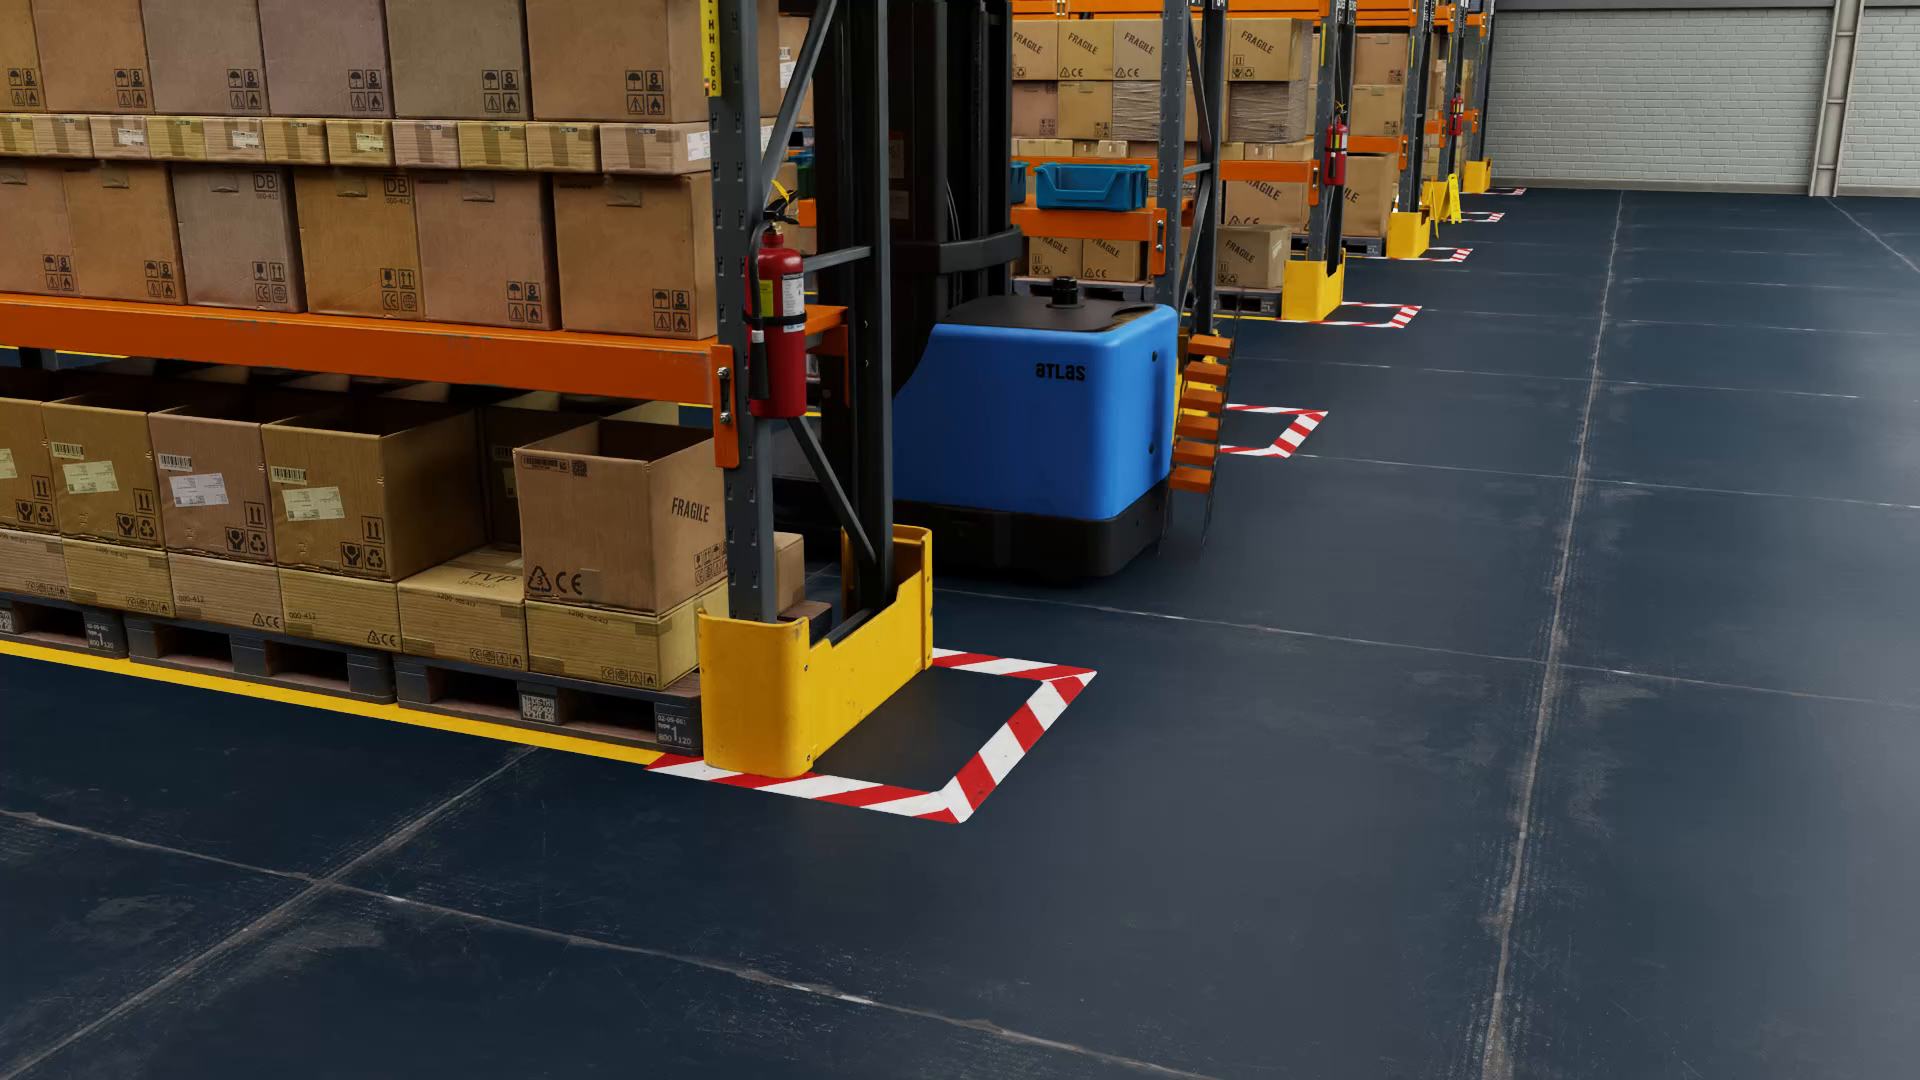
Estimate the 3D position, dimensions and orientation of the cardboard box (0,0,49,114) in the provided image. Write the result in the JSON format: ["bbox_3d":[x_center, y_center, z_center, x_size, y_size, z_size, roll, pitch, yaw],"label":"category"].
[{"bbox_3d":[-3.314,-1.854,6.173,0.500,0.500,0.700,6,17,20],"label":"cardboard box"}]

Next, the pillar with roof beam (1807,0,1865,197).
[{"bbox_3d":[12.299,-8.751,21.678,0.400,9.000,9.100,6,17,21],"label":"pillar with roof beam"}]

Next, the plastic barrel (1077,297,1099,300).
[{"bbox_3d":[0.703,-1.207,10.162,0.421,0.512,0.421,0,16,0],"label":"plastic barrel"}]

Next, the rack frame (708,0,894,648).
[{"bbox_3d":[-0.478,-0.869,5.286,0.127,3.000,1.000,6,17,21],"label":"rack frame"}]

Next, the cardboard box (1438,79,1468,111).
[{"bbox_3d":[8.060,-7.326,27.348,0.500,0.500,0.500,6,17,19],"label":"cardboard box"}]

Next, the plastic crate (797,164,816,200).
[{"bbox_3d":[-1.219,-2.248,10.418,0.662,0.188,0.450,6,17,21],"label":"plastic crate"}]

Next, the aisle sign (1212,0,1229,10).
[{"bbox_3d":[1.517,-3.470,9.584,0.004,0.787,0.394,6,17,21],"label":"aisle sign"}]

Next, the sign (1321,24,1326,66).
[{"bbox_3d":[2.938,-4.004,13.440,0.005,0.325,0.100,6,17,21],"label":"sign"}]

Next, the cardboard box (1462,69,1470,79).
[{"bbox_3d":[8.189,-7.618,27.191,0.250,0.149,0.380,7,17,21],"label":"cardboard box"}]

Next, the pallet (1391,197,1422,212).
[{"bbox_3d":[5.983,-4.769,23.721,1.213,0.211,1.003,6,17,21],"label":"pallet"}]

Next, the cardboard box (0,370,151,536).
[{"bbox_3d":[-3.415,-0.342,6.303,0.500,0.500,0.500,6,17,21],"label":"cardboard box"}]

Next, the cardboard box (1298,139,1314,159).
[{"bbox_3d":[2.982,-3.408,14.483,0.250,0.149,0.380,6,17,21],"label":"cardboard box"}]

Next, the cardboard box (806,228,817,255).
[{"bbox_3d":[-1.124,-2.926,16.067,0.500,0.500,0.700,5,17,16],"label":"cardboard box"}]

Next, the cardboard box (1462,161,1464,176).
[{"bbox_3d":[8.229,-6.278,28.096,0.500,0.250,0.500,6,17,21],"label":"cardboard box"}]

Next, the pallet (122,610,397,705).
[{"bbox_3d":[-2.336,0.278,6.338,1.213,0.211,1.003,6,17,21],"label":"pallet"}]

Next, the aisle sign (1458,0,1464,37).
[{"bbox_3d":[6.747,-7.175,22.345,0.004,0.787,0.394,6,17,21],"label":"aisle sign"}]

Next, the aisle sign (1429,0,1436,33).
[{"bbox_3d":[5.250,-6.033,18.411,0.004,0.787,0.394,6,17,21],"label":"aisle sign"}]

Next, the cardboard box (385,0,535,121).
[{"bbox_3d":[-1.448,-1.649,5.466,0.500,0.500,0.700,6,17,19],"label":"cardboard box"}]

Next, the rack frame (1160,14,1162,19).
[{"bbox_3d":[3.075,-6.417,24.397,0.127,3.000,1.000,6,17,21],"label":"rack frame"}]

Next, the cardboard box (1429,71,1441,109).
[{"bbox_3d":[6.457,-6.319,23.347,0.500,0.500,0.500,6,17,20],"label":"cardboard box"}]

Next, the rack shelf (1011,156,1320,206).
[{"bbox_3d":[1.300,-3.297,14.940,4.000,0.370,1.077,6,17,21],"label":"rack shelf"}]

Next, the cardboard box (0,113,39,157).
[{"bbox_3d":[-3.302,-1.482,6.054,0.250,0.149,0.380,6,17,20],"label":"cardboard box"}]

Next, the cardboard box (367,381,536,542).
[{"bbox_3d":[-1.831,-0.321,6.233,0.500,0.500,0.500,6,17,21],"label":"cardboard box"}]

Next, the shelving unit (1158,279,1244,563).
[{"bbox_3d":[1.053,-0.516,7.276,0.189,1.200,0.258,10,18,12],"label":"shelving unit"}]

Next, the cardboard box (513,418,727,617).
[{"bbox_3d":[-1.086,-0.088,5.429,0.500,0.500,0.500,6,17,21],"label":"cardboard box"}]

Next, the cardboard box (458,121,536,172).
[{"bbox_3d":[-1.385,-1.270,5.327,0.250,0.149,0.380,6,17,20],"label":"cardboard box"}]

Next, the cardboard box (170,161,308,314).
[{"bbox_3d":[-2.349,-1.126,5.991,0.500,0.500,0.700,7,18,22],"label":"cardboard box"}]

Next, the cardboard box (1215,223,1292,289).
[{"bbox_3d":[2.585,-2.507,14.660,0.500,0.500,0.500,10,19,31],"label":"cardboard box"}]

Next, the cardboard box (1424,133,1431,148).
[{"bbox_3d":[7.594,-6.674,27.667,0.500,0.250,0.500,7,17,22],"label":"cardboard box"}]

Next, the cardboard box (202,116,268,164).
[{"bbox_3d":[-2.347,-1.376,5.691,0.250,0.149,0.380,6,17,20],"label":"cardboard box"}]

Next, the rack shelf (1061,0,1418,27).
[{"bbox_3d":[3.213,-6.013,18.917,4.000,0.370,1.077,6,17,21],"label":"rack shelf"}]

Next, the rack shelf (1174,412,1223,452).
[{"bbox_3d":[1.048,-0.474,7.290,0.180,0.103,0.258,10,18,12],"label":"rack shelf"}]

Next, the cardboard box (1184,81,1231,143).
[{"bbox_3d":[2.149,-3.712,14.367,0.500,0.500,0.875,6,17,21],"label":"cardboard box"}]

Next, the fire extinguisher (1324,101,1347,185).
[{"bbox_3d":[3.097,-3.269,13.693,0.183,0.674,0.296,6,17,21],"label":"fire extinguisher"}]

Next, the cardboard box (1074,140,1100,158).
[{"bbox_3d":[1.178,-3.462,14.670,0.250,0.149,0.380,6,17,21],"label":"cardboard box"}]

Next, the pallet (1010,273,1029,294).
[{"bbox_3d":[0.077,-2.448,15.728,1.213,0.211,1.003,6,17,21],"label":"pallet"}]

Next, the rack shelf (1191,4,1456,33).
[{"bbox_3d":[4.936,-7.307,23.375,4.000,0.370,1.077,6,17,21],"label":"rack shelf"}]

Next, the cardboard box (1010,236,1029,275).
[{"bbox_3d":[0.332,-2.740,15.462,0.500,0.500,0.500,13,21,38],"label":"cardboard box"}]

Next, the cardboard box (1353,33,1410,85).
[{"bbox_3d":[4.743,-5.352,18.524,0.550,0.550,0.875,6,17,21],"label":"cardboard box"}]

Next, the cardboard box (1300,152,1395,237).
[{"bbox_3d":[4.419,-3.947,18.948,0.875,0.875,0.875,6,17,21],"label":"cardboard box"}]

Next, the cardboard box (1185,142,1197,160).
[{"bbox_3d":[2.109,-3.360,14.318,0.250,0.149,0.380,6,17,21],"label":"cardboard box"}]

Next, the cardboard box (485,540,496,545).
[{"bbox_3d":[-1.827,0.036,6.348,0.500,0.250,0.500,6,17,21],"label":"cardboard box"}]

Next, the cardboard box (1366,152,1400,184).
[{"bbox_3d":[5.955,-5.263,23.257,0.500,0.500,0.500,6,17,21],"label":"cardboard box"}]

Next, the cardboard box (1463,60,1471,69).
[{"bbox_3d":[8.203,-7.780,27.216,0.250,0.149,0.380,6,17,21],"label":"cardboard box"}]

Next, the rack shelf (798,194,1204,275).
[{"bbox_3d":[-0.518,-2.012,10.515,4.000,0.370,1.077,6,17,21],"label":"rack shelf"}]

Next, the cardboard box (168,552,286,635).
[{"bbox_3d":[-2.485,0.121,6.054,0.500,0.250,0.500,6,17,21],"label":"cardboard box"}]

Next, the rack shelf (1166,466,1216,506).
[{"bbox_3d":[1.026,-0.246,7.362,0.180,0.103,0.258,10,18,12],"label":"rack shelf"}]

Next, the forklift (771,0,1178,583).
[{"bbox_3d":[-0.575,-1.476,7.499,3.031,2.935,1.130,7,18,22],"label":"forklift"}]

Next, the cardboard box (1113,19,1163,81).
[{"bbox_3d":[1.626,-4.202,14.262,0.500,0.500,0.500,6,17,21],"label":"cardboard box"}]

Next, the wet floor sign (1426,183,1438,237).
[{"bbox_3d":[5.827,-4.094,20.617,0.232,0.644,0.267,3,17,11],"label":"wet floor sign"}]

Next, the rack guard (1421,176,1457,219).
[{"bbox_3d":[6.726,-4.815,23.363,0.348,0.500,1.175,6,17,21],"label":"rack guard"}]
